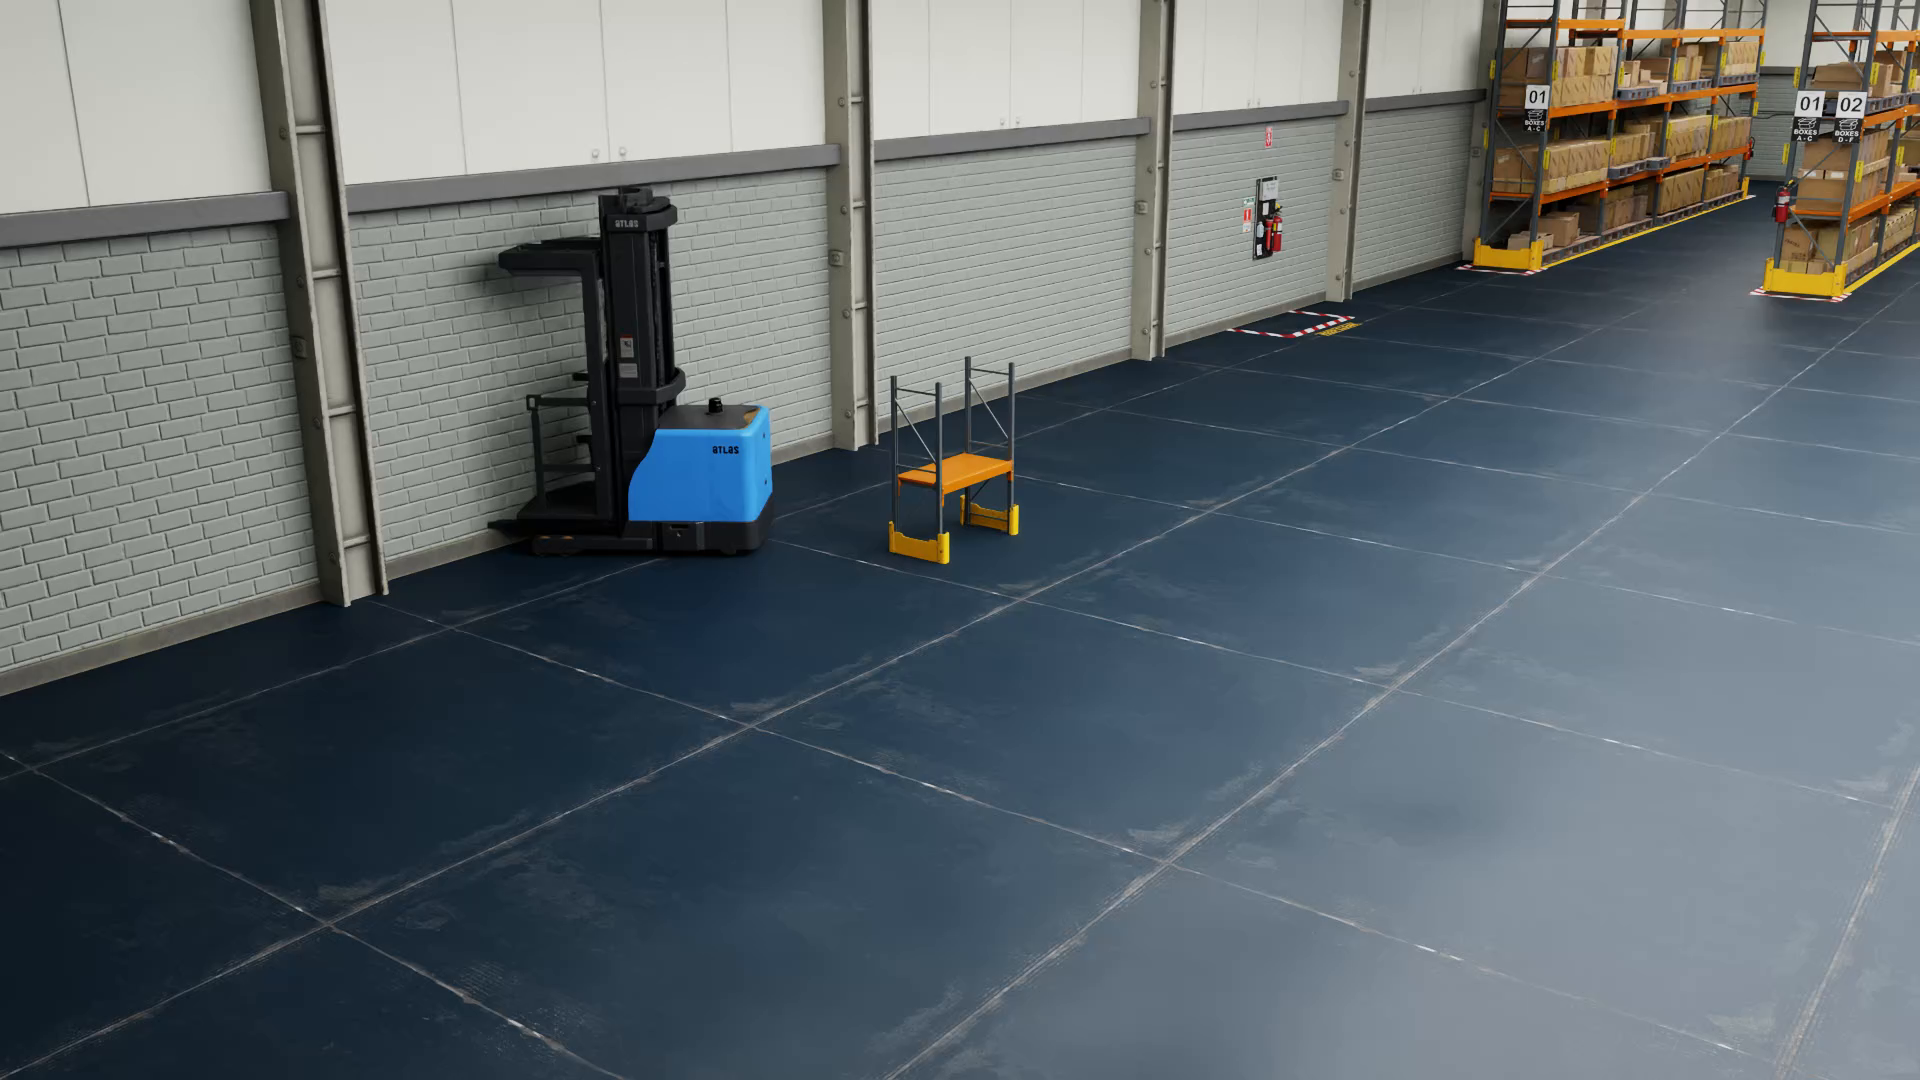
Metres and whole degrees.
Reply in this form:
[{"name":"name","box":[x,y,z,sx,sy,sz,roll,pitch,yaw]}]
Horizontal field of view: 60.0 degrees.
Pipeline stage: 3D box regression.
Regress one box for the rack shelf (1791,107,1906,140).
[{"name":"rack shelf","box":[15.078,-7.086,28.159,1.077,0.370,4.000,12,21,35]}]

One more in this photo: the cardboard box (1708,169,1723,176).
[{"name":"cardboard box","box":[18.245,-8.903,40.269,0.380,0.149,0.250,12,21,33]}]

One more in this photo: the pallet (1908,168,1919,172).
[{"name":"pallet","box":[19.808,-7.798,34.621,1.003,0.211,1.213,12,21,35]}]

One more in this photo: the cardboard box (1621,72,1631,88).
[{"name":"cardboard box","box":[13.046,-9.201,33.199,0.500,0.311,0.500,13,22,36]}]

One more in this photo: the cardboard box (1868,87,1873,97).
[{"name":"cardboard box","box":[14.729,-7.349,27.274,0.380,0.149,0.250,12,21,35]}]

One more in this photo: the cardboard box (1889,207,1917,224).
[{"name":"cardboard box","box":[18.539,-6.413,32.819,0.500,0.311,0.500,13,22,36]}]

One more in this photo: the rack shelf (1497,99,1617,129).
[{"name":"rack shelf","box":[11.098,-7.960,30.974,1.077,0.370,4.000,12,21,35]}]

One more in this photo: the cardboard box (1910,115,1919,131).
[{"name":"cardboard box","box":[21.130,-9.070,36.538,0.500,0.500,0.500,13,21,35]}]

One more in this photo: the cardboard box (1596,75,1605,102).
[{"name":"cardboard box","box":[11.875,-8.555,31.475,0.500,0.500,0.500,10,20,30]}]

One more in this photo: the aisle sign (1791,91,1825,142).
[{"name":"aisle sign","box":[13.612,-6.798,26.694,0.394,0.787,0.004,12,21,35]}]

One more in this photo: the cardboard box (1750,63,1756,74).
[{"name":"cardboard box","box":[19.216,-11.594,40.838,0.500,0.250,0.500,13,22,36]}]

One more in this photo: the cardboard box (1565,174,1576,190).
[{"name":"cardboard box","box":[11.058,-6.639,30.785,0.500,0.250,0.500,12,21,34]}]

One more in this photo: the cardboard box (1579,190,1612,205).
[{"name":"cardboard box","box":[12.974,-7.006,33.955,0.500,0.250,0.500,12,21,34]}]

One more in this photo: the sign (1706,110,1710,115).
[{"name":"sign","box":[18.997,-10.756,42.231,0.100,0.325,0.005,12,21,35]}]

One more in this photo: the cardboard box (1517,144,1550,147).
[{"name":"cardboard box","box":[10.629,-7.083,30.949,0.500,0.500,0.500,12,21,33]}]

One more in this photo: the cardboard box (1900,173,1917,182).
[{"name":"cardboard box","box":[18.339,-7.043,32.289,0.380,0.149,0.250,12,21,35]}]

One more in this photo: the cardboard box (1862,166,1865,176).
[{"name":"cardboard box","box":[14.907,-6.180,27.823,0.380,0.149,0.250,12,21,33]}]

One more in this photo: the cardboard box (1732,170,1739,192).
[{"name":"cardboard box","box":[19.103,-9.028,41.765,0.700,0.500,0.500,12,21,35]}]

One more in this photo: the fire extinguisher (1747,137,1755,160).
[{"name":"fire extinguisher","box":[19.900,-9.945,41.970,0.296,0.674,0.183,12,21,35]}]

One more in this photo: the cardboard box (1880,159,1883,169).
[{"name":"cardboard box","box":[15.977,-6.607,29.198,0.380,0.149,0.250,12,21,33]}]

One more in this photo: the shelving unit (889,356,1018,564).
[{"name":"shelving unit","box":[-0.045,-0.698,13.963,0.587,1.500,1.083,12,21,35]}]

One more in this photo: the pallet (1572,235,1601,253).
[{"name":"pallet","box":[11.918,-5.850,32.725,1.003,0.211,1.213,12,21,35]}]

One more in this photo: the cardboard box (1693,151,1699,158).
[{"name":"cardboard box","box":[16.650,-8.821,37.980,0.380,0.149,0.250,12,21,35]}]

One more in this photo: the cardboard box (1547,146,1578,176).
[{"name":"cardboard box","box":[11.047,-6.989,30.648,0.500,0.500,0.500,12,21,33]}]

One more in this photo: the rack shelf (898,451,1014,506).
[{"name":"rack shelf","box":[-0.051,-0.524,14.009,0.538,0.185,1.000,12,21,35]}]

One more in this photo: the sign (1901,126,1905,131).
[{"name":"sign","box":[20.596,-8.886,36.341,0.100,0.325,0.005,12,21,35]}]

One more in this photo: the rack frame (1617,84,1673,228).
[{"name":"rack frame","box":[14.673,-8.300,35.914,1.000,3.000,0.127,12,21,35]}]

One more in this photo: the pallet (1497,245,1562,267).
[{"name":"pallet","box":[10.464,-5.269,30.853,1.003,0.211,1.213,12,21,35]}]

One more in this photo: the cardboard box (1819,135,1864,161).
[{"name":"cardboard box","box":[14.515,-6.435,27.553,0.700,0.500,0.500,12,21,33]}]

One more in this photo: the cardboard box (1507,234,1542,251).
[{"name":"cardboard box","box":[10.390,-5.470,30.592,0.500,0.311,0.500,10,20,29]}]

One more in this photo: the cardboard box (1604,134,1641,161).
[{"name":"cardboard box","box":[13.676,-8.144,34.500,0.700,0.500,0.500,12,21,35]}]

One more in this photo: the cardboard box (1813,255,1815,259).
[{"name":"cardboard box","box":[14.257,-4.709,28.278,0.500,0.250,0.500,12,21,35]}]

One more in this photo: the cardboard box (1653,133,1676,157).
[{"name":"cardboard box","box":[15.168,-8.570,36.079,0.500,0.500,0.500,13,22,36]}]

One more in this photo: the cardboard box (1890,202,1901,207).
[{"name":"cardboard box","box":[19.022,-6.706,34.255,0.500,0.500,0.500,13,22,37]}]

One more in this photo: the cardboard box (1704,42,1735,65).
[{"name":"cardboard box","box":[17.706,-11.341,38.759,0.500,0.500,0.500,12,21,34]}]

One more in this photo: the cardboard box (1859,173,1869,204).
[{"name":"cardboard box","box":[15.095,-6.046,28.488,0.700,0.500,0.500,13,22,36]}]

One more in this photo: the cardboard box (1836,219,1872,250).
[{"name":"cardboard box","box":[15.567,-5.333,29.022,0.500,0.500,0.500,12,21,35]}]

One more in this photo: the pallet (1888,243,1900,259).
[{"name":"pallet","box":[17.404,-5.616,31.971,1.003,0.211,1.213,12,21,35]}]

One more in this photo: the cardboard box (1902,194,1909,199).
[{"name":"cardboard box","box":[19.658,-7.323,34.976,0.500,0.250,0.500,12,21,34]}]

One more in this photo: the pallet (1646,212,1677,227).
[{"name":"pallet","box":[15.203,-7.143,36.890,1.003,0.211,1.213,12,21,35]}]

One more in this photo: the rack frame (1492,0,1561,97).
[{"name":"rack frame","box":[9.906,-9.260,28.889,1.000,3.000,0.127,12,21,35]}]

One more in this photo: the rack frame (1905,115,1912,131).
[{"name":"rack frame","box":[21.037,-8.379,36.166,1.000,3.000,0.127,12,21,35]}]

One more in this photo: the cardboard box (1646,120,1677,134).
[{"name":"cardboard box","box":[15.167,-8.927,35.965,0.500,0.250,0.500,13,22,36]}]

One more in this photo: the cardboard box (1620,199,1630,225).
[{"name":"cardboard box","box":[13.612,-6.910,34.912,0.700,0.500,0.500,12,21,34]}]

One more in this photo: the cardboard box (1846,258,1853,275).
[{"name":"cardboard box","box":[14.680,-4.616,27.979,0.500,0.250,0.500,12,21,35]}]

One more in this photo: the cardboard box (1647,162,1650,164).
[{"name":"cardboard box","box":[15.055,-8.227,36.069,0.380,0.149,0.250,12,21,34]}]

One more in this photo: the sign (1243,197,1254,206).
[{"name":"sign","box":[4.148,-4.860,23.881,0.001,0.109,0.331,12,21,35]}]

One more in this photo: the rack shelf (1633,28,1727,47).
[{"name":"rack shelf","box":[15.864,-11.107,36.725,1.077,0.370,4.000,12,21,35]}]

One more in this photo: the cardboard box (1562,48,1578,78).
[{"name":"cardboard box","box":[10.670,-8.522,29.681,0.500,0.500,0.500,12,21,34]}]

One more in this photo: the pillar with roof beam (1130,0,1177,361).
[{"name":"pillar with roof beam","box":[5.936,-5.961,18.265,9.100,9.000,0.400,12,21,35]}]

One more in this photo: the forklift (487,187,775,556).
[{"name":"forklift","box":[-3.163,-1.420,13.873,3.031,2.935,1.130,1,17,2]}]

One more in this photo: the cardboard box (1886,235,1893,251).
[{"name":"cardboard box","box":[17.015,-5.534,30.936,0.500,0.250,0.500,13,22,36]}]

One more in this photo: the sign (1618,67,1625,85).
[{"name":"sign","box":[12.730,-8.933,32.022,0.100,0.325,0.005,12,21,35]}]

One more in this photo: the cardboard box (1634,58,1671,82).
[{"name":"cardboard box","box":[14.910,-10.114,35.787,0.700,0.500,0.500,11,20,30]}]
